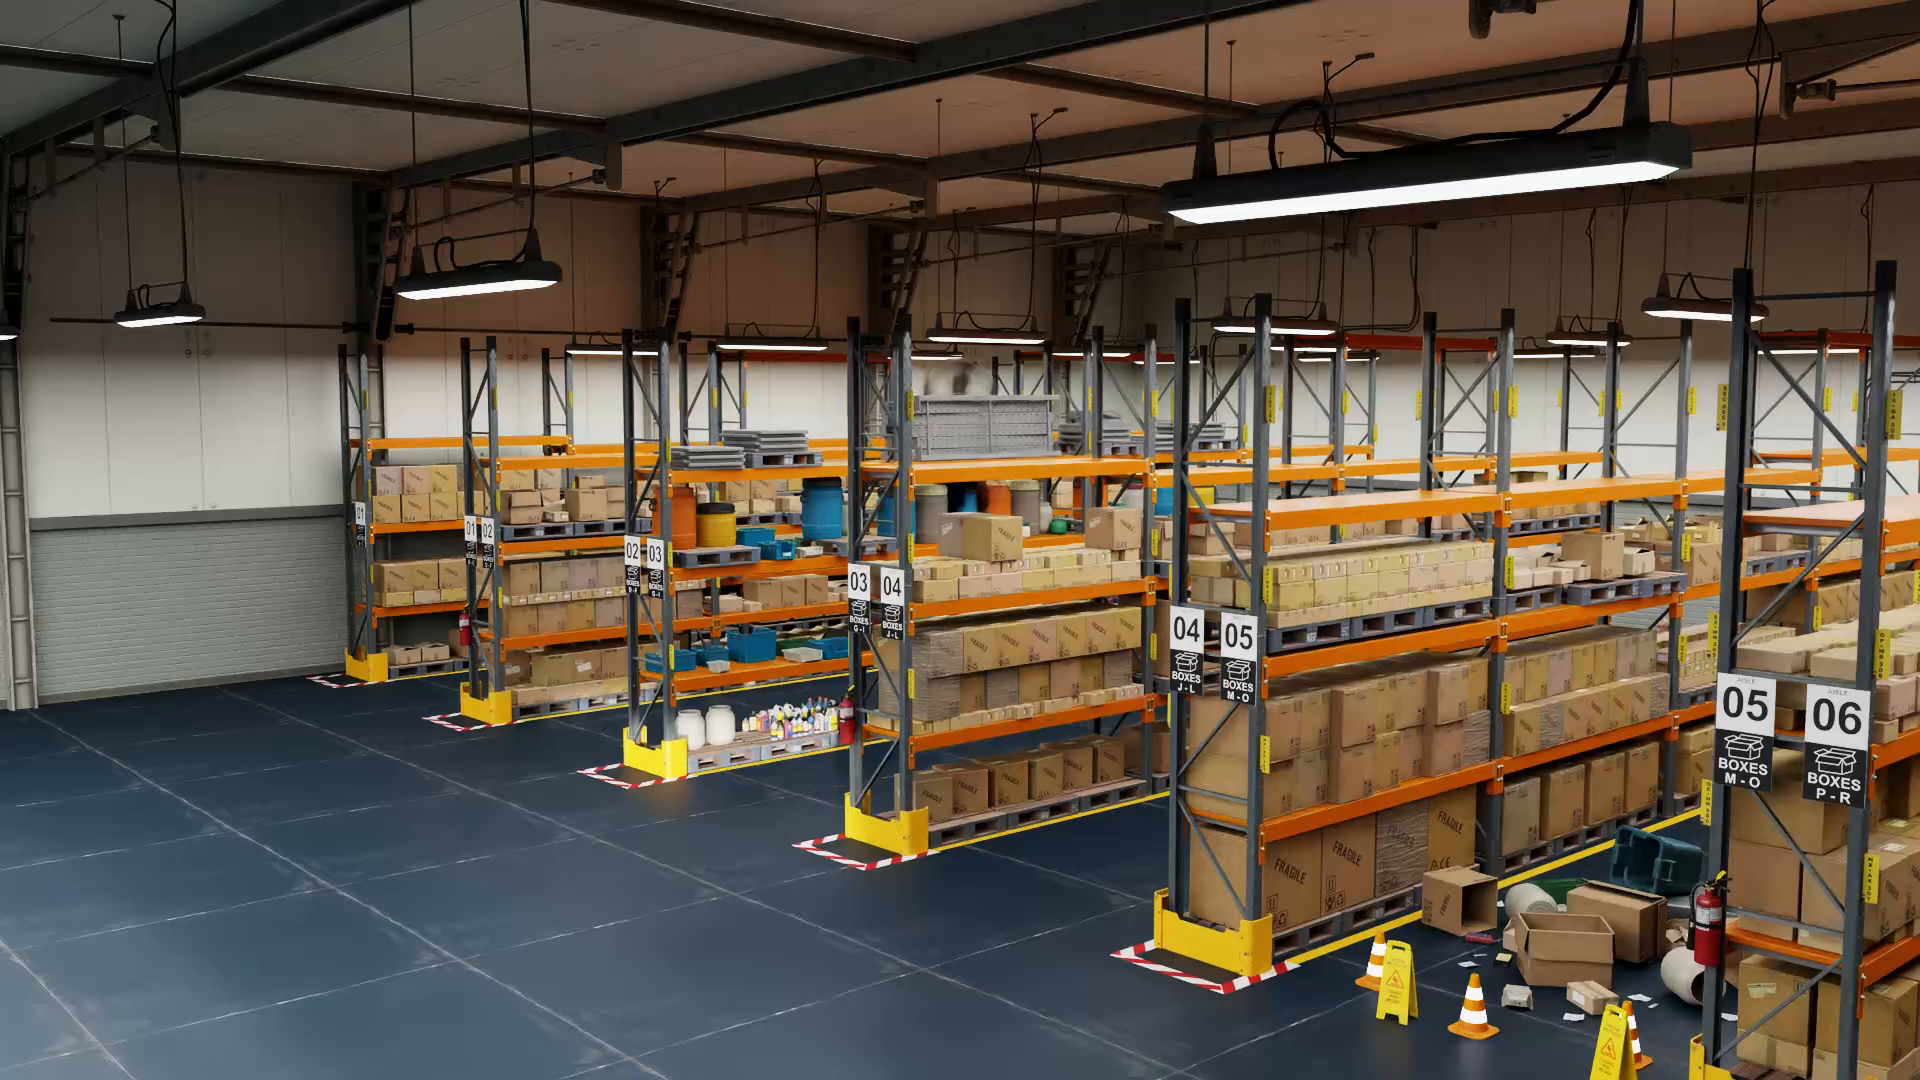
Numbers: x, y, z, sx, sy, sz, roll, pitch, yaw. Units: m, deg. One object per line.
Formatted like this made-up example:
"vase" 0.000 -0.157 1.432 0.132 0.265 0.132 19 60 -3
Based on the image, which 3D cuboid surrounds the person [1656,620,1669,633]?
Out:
"person" 10.471 2.067 24.724 1.094 1.801 0.740 -5 7 -42
